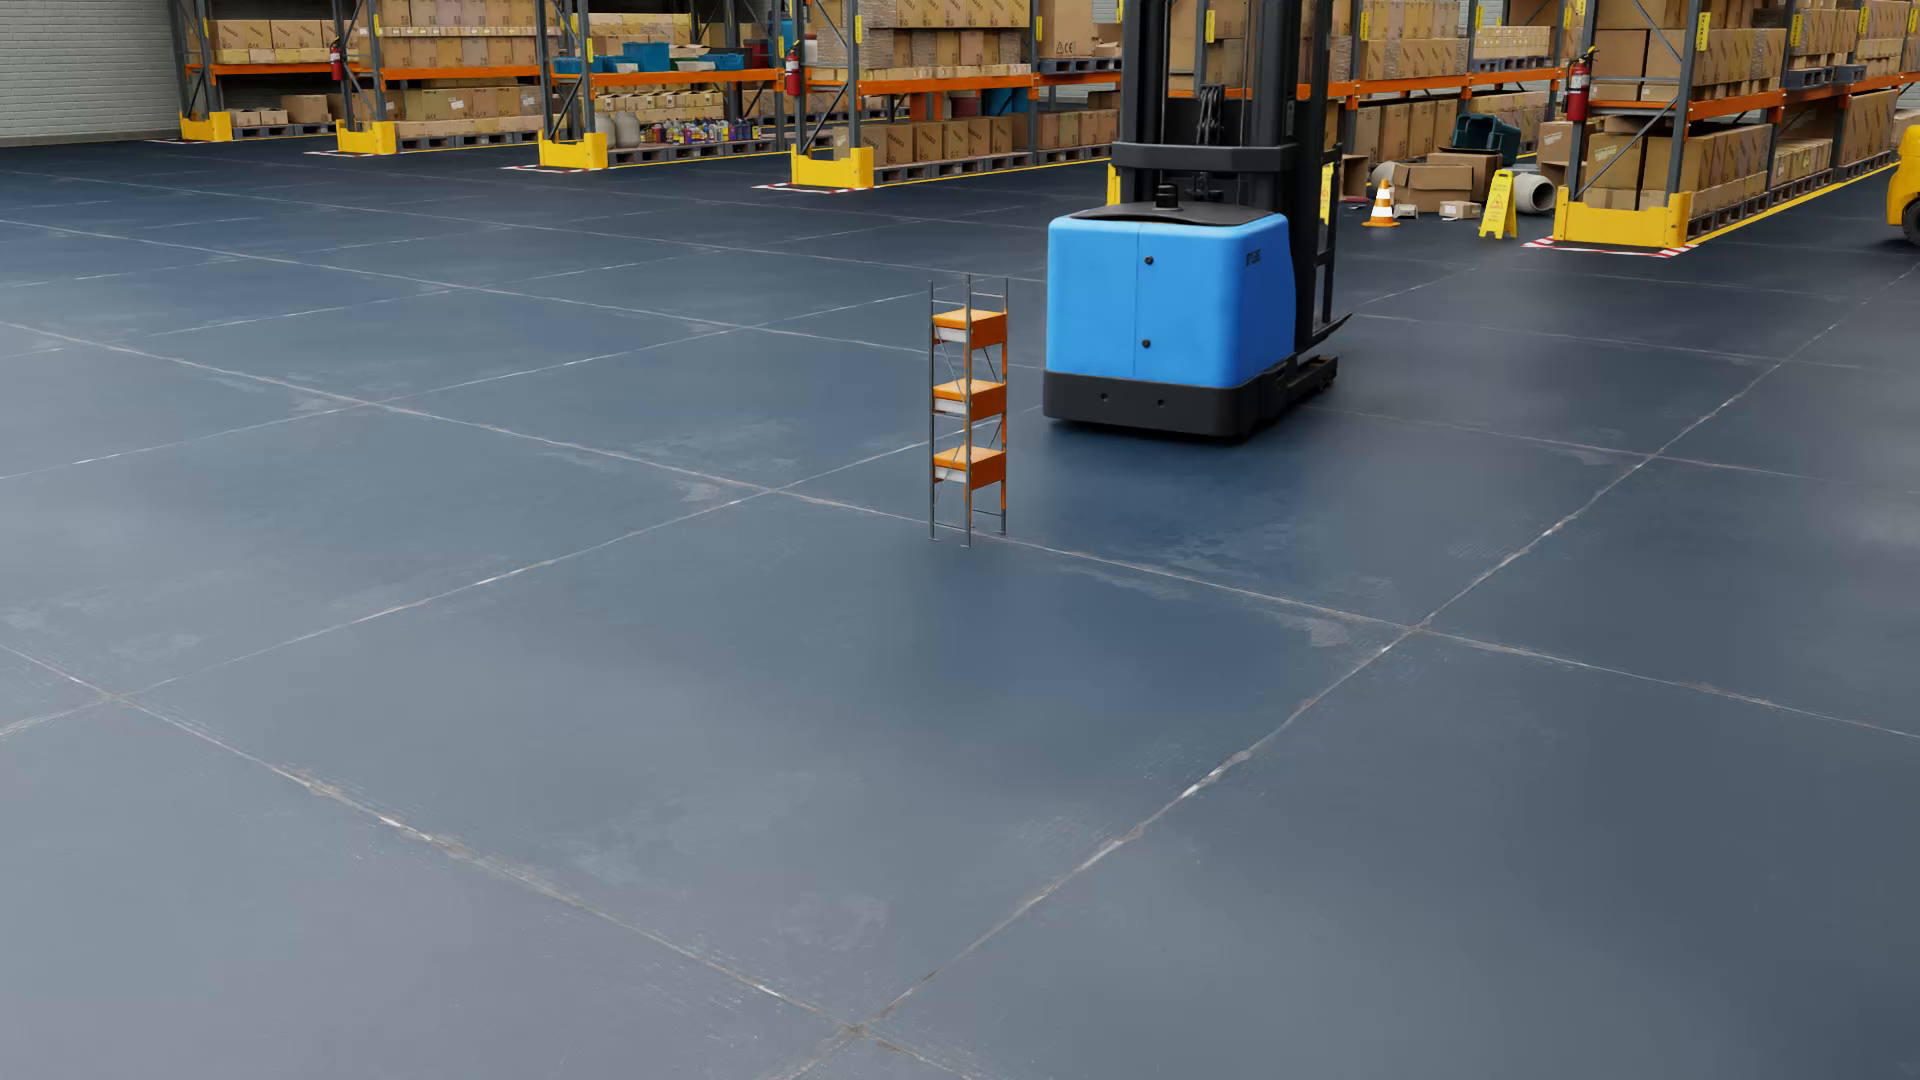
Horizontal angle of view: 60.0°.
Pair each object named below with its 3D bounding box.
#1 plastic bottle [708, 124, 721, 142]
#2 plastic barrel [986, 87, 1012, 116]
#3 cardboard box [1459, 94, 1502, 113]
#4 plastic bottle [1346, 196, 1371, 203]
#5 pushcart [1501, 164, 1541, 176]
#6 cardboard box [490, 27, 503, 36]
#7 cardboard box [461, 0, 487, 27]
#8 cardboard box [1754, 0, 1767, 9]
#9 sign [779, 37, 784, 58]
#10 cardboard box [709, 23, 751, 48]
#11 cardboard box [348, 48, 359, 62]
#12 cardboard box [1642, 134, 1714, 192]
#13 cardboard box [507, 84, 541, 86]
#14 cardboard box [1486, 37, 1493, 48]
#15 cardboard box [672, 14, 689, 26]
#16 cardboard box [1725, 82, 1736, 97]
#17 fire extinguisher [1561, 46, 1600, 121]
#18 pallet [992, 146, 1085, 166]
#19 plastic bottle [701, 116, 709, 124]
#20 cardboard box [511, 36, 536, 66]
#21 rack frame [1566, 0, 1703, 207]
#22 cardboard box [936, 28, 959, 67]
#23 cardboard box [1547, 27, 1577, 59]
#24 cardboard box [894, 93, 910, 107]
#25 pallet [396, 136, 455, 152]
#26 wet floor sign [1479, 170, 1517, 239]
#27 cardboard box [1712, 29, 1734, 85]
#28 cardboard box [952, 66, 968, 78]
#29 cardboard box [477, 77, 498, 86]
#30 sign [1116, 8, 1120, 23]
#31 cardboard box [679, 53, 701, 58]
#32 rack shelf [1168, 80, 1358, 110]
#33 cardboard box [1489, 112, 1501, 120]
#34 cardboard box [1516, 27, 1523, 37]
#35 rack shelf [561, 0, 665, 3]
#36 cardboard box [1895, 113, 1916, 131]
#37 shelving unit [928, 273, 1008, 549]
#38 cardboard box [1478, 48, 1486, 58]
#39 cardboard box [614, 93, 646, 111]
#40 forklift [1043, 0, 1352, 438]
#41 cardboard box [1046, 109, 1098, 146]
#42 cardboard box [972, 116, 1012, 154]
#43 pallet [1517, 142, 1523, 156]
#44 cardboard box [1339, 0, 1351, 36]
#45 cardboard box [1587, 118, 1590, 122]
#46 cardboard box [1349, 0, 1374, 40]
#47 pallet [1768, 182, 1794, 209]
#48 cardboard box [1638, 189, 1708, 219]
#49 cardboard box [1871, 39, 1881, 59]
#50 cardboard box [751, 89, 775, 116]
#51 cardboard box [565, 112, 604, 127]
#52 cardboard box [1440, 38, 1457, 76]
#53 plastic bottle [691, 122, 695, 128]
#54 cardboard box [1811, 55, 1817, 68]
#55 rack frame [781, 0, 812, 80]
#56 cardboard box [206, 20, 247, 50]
[{"bbox_3d":[-3.853,-6.393,26.123,0.152,0.276,0.135,13,21,36],"label":"plastic bottle"},{"bbox_3d":[0.713,-8.657,32.394,0.600,0.901,0.708,12,21,35],"label":"plastic barrel"},{"bbox_3d":[7.898,-6.633,25.286,0.500,0.250,0.500,12,21,34],"label":"cardboard box"},{"bbox_3d":[4.677,-3.989,19.486,0.283,0.061,0.133,5,18,16],"label":"plastic bottle"},{"bbox_3d":[6.782,-4.361,20.150,1.648,0.377,0.936,5,18,16],"label":"pushcart"},{"bbox_3d":[-8.017,-8.677,28.366,0.380,0.149,0.250,13,22,36],"label":"cardboard box"},{"bbox_3d":[-8.426,-8.927,28.075,0.700,0.500,0.500,12,21,35],"label":"cardboard box"},{"bbox_3d":[9.137,-6.239,19.303,0.380,0.149,0.250,12,21,33],"label":"cardboard box"},{"bbox_3d":[-2.859,-7.881,26.597,0.100,0.325,0.005,12,21,35],"label":"sign"},{"bbox_3d":[-4.602,-10.096,33.319,0.700,0.500,0.500,5,18,16],"label":"cardboard box"},{"bbox_3d":[-11.592,-9.253,31.703,0.500,0.250,0.500,13,21,35],"label":"cardboard box"},{"bbox_3d":[6.976,-3.664,16.148,0.500,0.500,0.500,12,21,33],"label":"cardboard box"},{"bbox_3d":[-7.797,-7.915,29.838,0.500,0.500,0.500,12,21,35],"label":"cardboard box"},{"bbox_3d":[7.756,-7.457,24.912,0.380,0.149,0.250,12,21,33],"label":"cardboard box"},{"bbox_3d":[-6.556,-11.906,38.056,0.500,0.250,0.500,13,22,36],"label":"cardboard box"},{"bbox_3d":[7.596,-4.556,16.781,0.380,0.149,0.250,12,21,33],"label":"cardboard box"},{"bbox_3d":[5.821,-4.287,15.620,0.296,0.674,0.183,12,21,35],"label":"fire extinguisher"},{"bbox_3d":[1.147,-5.827,25.153,1.003,0.211,1.213,12,21,35],"label":"pallet"},{"bbox_3d":[-4.108,-6.675,26.904,0.144,0.351,0.185,13,22,36],"label":"plastic bottle"},{"bbox_3d":[-7.838,-8.539,29.014,0.700,0.500,0.500,12,21,34],"label":"cardboard box"},{"bbox_3d":[6.259,-4.269,15.434,1.000,3.000,0.127,12,21,35],"label":"rack frame"},{"bbox_3d":[-0.508,-6.705,22.608,0.875,0.500,0.500,12,21,35],"label":"cardboard box"},{"bbox_3d":[9.871,-8.241,27.555,0.500,0.500,0.500,12,21,34],"label":"cardboard box"},{"bbox_3d":[-1.388,-10.096,37.666,0.797,0.503,0.637,12,21,35],"label":"cardboard box"},{"bbox_3d":[-9.231,-6.630,27.737,1.003,0.211,1.213,12,21,35],"label":"pallet"},{"bbox_3d":[5.287,-3.289,16.246,0.232,0.644,0.267,-11,20,-32],"label":"wet floor sign"},{"bbox_3d":[7.070,-4.647,15.980,0.500,0.500,0.500,13,22,36],"label":"cardboard box"},{"bbox_3d":[-0.114,-6.395,22.704,0.380,0.149,0.250,12,21,35],"label":"cardboard box"},{"bbox_3d":[-9.946,-9.498,34.478,0.500,0.250,0.500,12,21,34],"label":"cardboard box"},{"bbox_3d":[2.620,-8.576,27.351,0.100,0.325,0.005,12,21,35],"label":"sign"},{"bbox_3d":[-5.200,-9.294,32.039,0.380,0.149,0.250,12,21,35],"label":"cardboard box"},{"bbox_3d":[3.415,-5.253,19.814,1.077,0.370,4.000,12,21,35],"label":"rack shelf"},{"bbox_3d":[7.914,-6.276,25.403,0.500,0.500,0.500,13,21,35],"label":"cardboard box"},{"bbox_3d":[8.514,-7.902,25.846,0.380,0.149,0.250,11,21,32],"label":"cardboard box"},{"bbox_3d":[-7.675,-12.117,36.861,1.077,0.370,4.000,12,21,35],"label":"rack shelf"},{"bbox_3d":[14.403,-6.448,26.063,0.875,0.438,0.875,12,21,33],"label":"cardboard box"},{"bbox_3d":[0.032,-0.514,6.629,0.215,1.050,0.252,12,21,35],"label":"shelving unit"},{"bbox_3d":[7.579,-7.241,24.718,0.380,0.149,0.250,14,22,37],"label":"cardboard box"},{"bbox_3d":[-6.213,-8.176,30.997,0.500,0.311,0.500,12,21,33],"label":"cardboard box"},{"bbox_3d":[1.540,-2.298,9.201,1.130,2.935,3.031,8,19,25],"label":"forklift"},{"bbox_3d":[1.699,-6.376,25.690,0.700,0.500,0.500,10,20,30],"label":"cardboard box"},{"bbox_3d":[0.414,-5.892,24.166,0.500,0.500,0.500,12,21,33],"label":"cardboard box"},{"bbox_3d":[8.185,-6.169,26.253,1.003,0.211,1.213,12,21,35],"label":"pallet"},{"bbox_3d":[4.360,-6.578,20.795,0.875,0.550,0.550,12,21,35],"label":"cardboard box"},{"bbox_3d":[10.756,-7.358,28.977,0.380,0.149,0.250,13,21,35],"label":"cardboard box"},{"bbox_3d":[4.898,-6.717,21.462,0.700,0.500,0.500,12,21,34],"label":"cardboard box"},{"bbox_3d":[9.105,-4.076,19.514,1.003,0.211,1.213,12,21,35],"label":"pallet"},{"bbox_3d":[6.962,-3.300,16.241,0.500,0.250,0.500,12,21,34],"label":"cardboard box"},{"bbox_3d":[12.142,-6.658,22.537,0.500,0.250,0.500,12,21,34],"label":"cardboard box"},{"bbox_3d":[-4.078,-8.877,33.746,0.500,0.500,0.500,12,21,33],"label":"cardboard box"},{"bbox_3d":[-6.830,-7.664,30.295,0.500,0.250,0.500,12,21,33],"label":"cardboard box"},{"bbox_3d":[6.639,-6.800,23.414,0.500,0.500,0.500,12,21,35],"label":"cardboard box"},{"bbox_3d":[-4.278,-6.550,26.637,0.097,0.271,0.097,0,17,0],"label":"plastic bottle"},{"bbox_3d":[9.825,-5.630,19.531,0.380,0.149,0.250,13,21,35],"label":"cardboard box"},{"bbox_3d":[-4.100,-12.457,41.801,1.000,3.000,0.127,12,21,35],"label":"rack frame"},{"bbox_3d":[-13.108,-9.003,29.632,0.500,0.500,0.500,12,21,35],"label":"cardboard box"}]
